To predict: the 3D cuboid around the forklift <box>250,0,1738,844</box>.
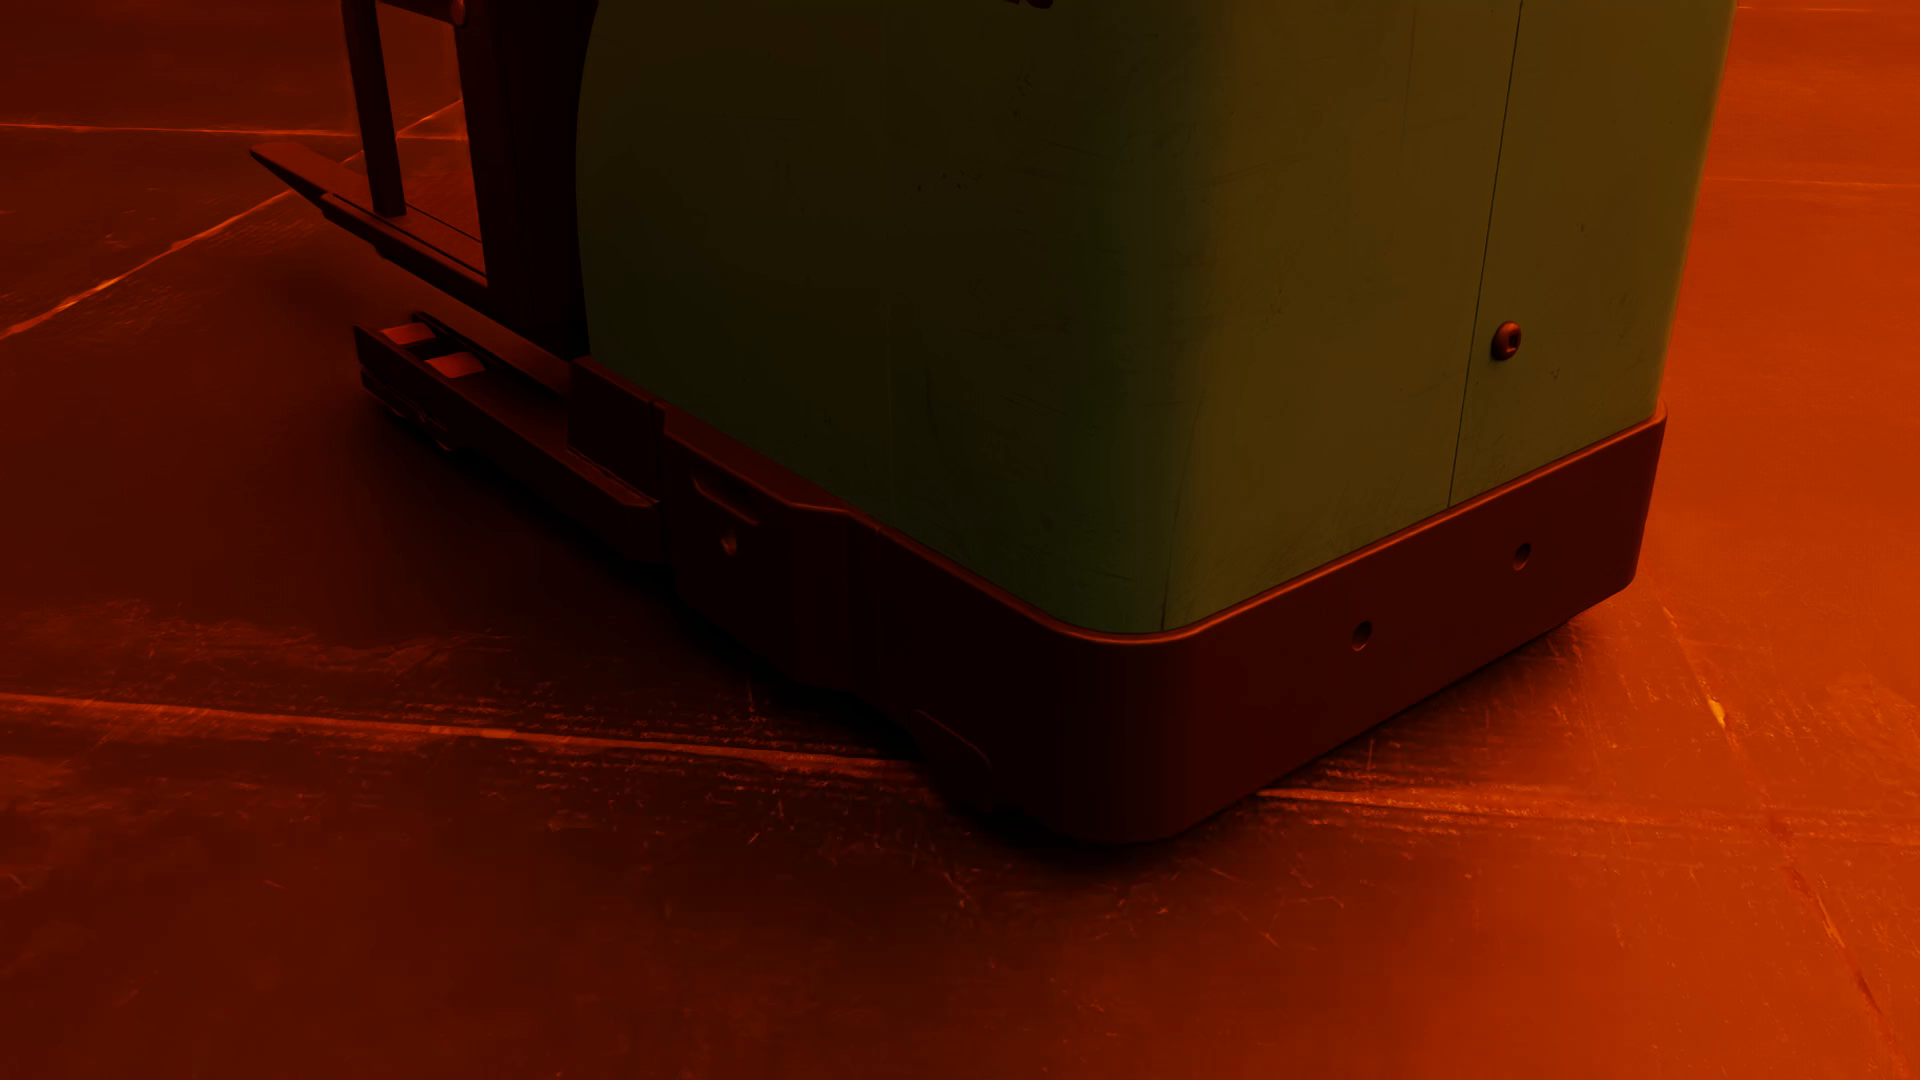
[{"bbox_3d":[-0.405,-1.585,2.394,1.130,2.935,3.031,-20,33,-35],"label":"forklift"}]
